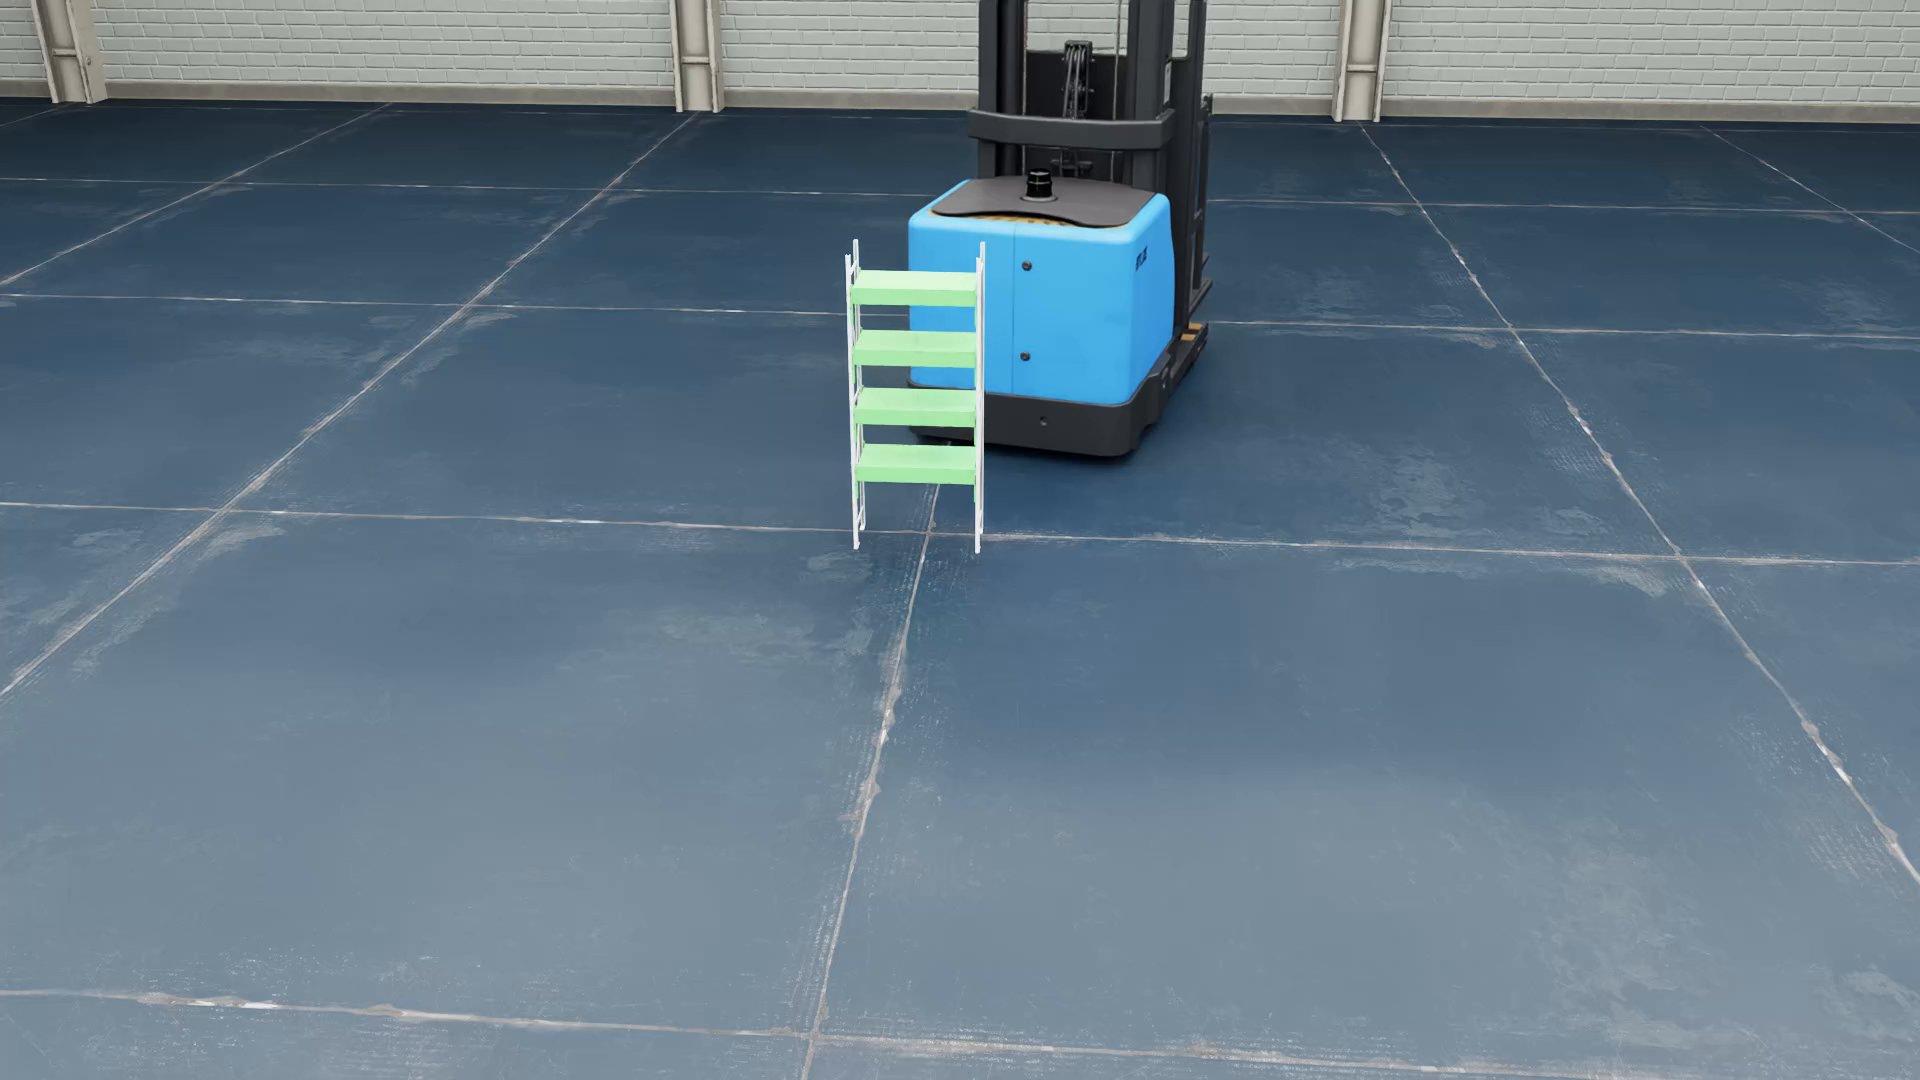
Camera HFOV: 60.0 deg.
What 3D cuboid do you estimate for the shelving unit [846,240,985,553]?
[{"bbox_3d":[-0.165,-0.550,6.511,0.503,1.200,0.258,2,25,4],"label":"shelving unit"}]

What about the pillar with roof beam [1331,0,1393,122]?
[{"bbox_3d":[3.244,-6.109,9.261,0.400,9.000,9.100,2,25,4],"label":"pillar with roof beam"}]

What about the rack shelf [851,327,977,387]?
[{"bbox_3d":[-0.165,-0.710,6.437,0.480,0.148,0.258,2,25,4],"label":"rack shelf"}]

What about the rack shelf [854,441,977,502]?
[{"bbox_3d":[-0.165,-0.274,6.638,0.480,0.148,0.258,2,25,4],"label":"rack shelf"}]

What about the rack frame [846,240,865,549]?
[{"bbox_3d":[-0.408,-0.558,6.528,0.015,1.200,0.240,2,25,4],"label":"rack frame"}]

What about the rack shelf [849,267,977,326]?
[{"bbox_3d":[-0.165,-0.928,6.337,0.480,0.148,0.258,2,25,4],"label":"rack shelf"}]

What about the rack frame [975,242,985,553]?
[{"bbox_3d":[0.078,-0.543,6.494,0.015,1.200,0.240,2,25,4],"label":"rack frame"}]

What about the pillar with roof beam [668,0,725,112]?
[{"bbox_3d":[-2.738,-6.301,9.679,0.400,9.000,9.100,2,25,4],"label":"pillar with roof beam"}]

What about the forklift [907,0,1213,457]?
[{"bbox_3d":[0.698,-2.294,8.229,1.130,2.935,3.031,8,26,16],"label":"forklift"}]

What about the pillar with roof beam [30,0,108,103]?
[{"bbox_3d":[-8.721,-6.493,10.096,0.400,9.000,9.100,2,25,4],"label":"pillar with roof beam"}]

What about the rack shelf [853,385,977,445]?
[{"bbox_3d":[-0.165,-0.492,6.537,0.480,0.148,0.258,2,25,4],"label":"rack shelf"}]
